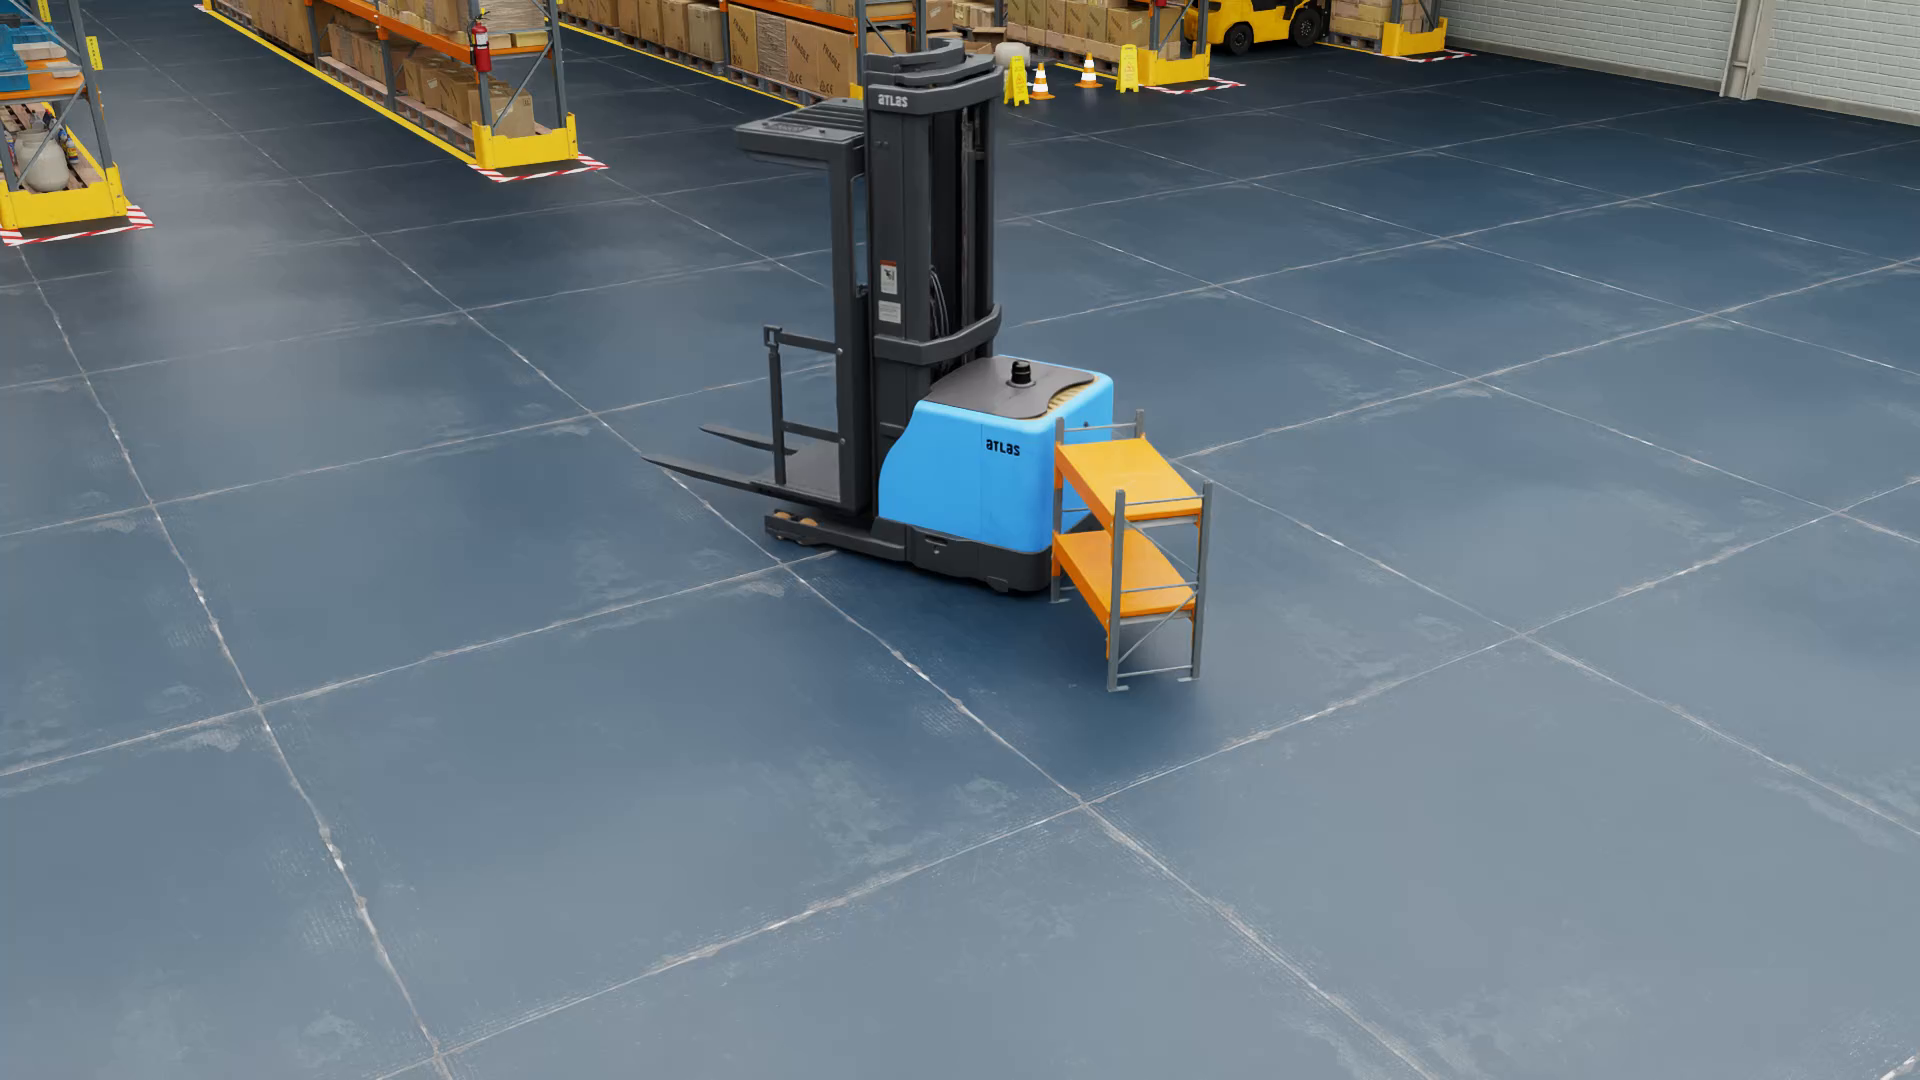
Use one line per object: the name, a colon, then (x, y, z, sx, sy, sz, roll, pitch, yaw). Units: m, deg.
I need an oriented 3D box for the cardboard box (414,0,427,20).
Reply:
cardboard box: (-6.254, -6.747, 20.563, 0.875, 0.500, 0.500, -16, 29, -30)

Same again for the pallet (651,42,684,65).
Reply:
pallet: (-4.230, -7.827, 26.584, 1.003, 0.211, 1.213, -16, 29, -30)

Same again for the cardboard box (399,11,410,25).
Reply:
cardboard box: (-6.890, -6.651, 21.120, 0.380, 0.149, 0.250, -16, 29, -30)

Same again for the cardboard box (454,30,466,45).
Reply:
cardboard box: (-5.747, -5.950, 19.635, 0.380, 0.149, 0.250, -16, 29, -30)

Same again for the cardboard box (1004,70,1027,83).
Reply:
cardboard box: (0.792, -6.861, 24.609, 0.380, 0.149, 0.250, -1, 25, -3)

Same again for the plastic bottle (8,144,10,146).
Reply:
plastic bottle: (-10.830, -4.425, 18.873, 0.097, 0.201, 0.097, 0, 25, 0)

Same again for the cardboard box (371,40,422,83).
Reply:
cardboard box: (-7.849, -6.742, 23.430, 0.700, 0.500, 0.500, -16, 29, -30)

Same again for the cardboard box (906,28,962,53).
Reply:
cardboard box: (-0.398, -7.456, 25.295, 0.797, 0.637, 0.503, -16, 29, -30)

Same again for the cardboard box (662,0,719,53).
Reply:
cardboard box: (-4.014, -8.113, 26.065, 1.050, 0.750, 0.750, -16, 29, -30)

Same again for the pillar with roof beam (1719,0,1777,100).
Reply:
pillar with roof beam: (7.400, -9.333, 19.479, 9.100, 9.000, 0.400, -16, 29, -30)

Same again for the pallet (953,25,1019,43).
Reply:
pallet: (0.590, -8.600, 28.220, 1.003, 0.211, 1.213, -16, 29, -30)

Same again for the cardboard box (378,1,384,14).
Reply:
cardboard box: (-7.421, -7.013, 21.886, 0.380, 0.149, 0.250, -16, 29, -30)

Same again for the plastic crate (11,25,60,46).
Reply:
plastic crate: (-10.605, -5.719, 19.026, 0.499, 0.251, 0.616, -16, 29, -30)

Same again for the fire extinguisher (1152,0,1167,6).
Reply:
fire extinguisher: (2.876, -7.969, 23.708, 0.296, 0.674, 0.183, -16, 29, -30)

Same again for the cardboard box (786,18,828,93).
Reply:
cardboard box: (-1.800, -6.733, 22.996, 0.875, 0.875, 0.875, -16, 30, -30)

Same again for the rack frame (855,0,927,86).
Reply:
rack frame: (-0.892, -6.963, 21.485, 1.000, 3.000, 0.127, -16, 29, -30)

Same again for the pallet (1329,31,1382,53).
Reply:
pallet: (6.904, -8.313, 27.612, 1.003, 0.211, 1.213, -16, 29, -30)

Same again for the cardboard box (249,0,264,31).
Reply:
cardboard box: (-11.288, -9.140, 28.094, 1.225, 0.875, 0.875, -15, 29, -29)

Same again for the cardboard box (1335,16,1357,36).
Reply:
cardboard box: (6.572, -8.531, 27.537, 0.500, 0.250, 0.500, -16, 29, -30)

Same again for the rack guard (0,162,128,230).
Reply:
rack guard: (-9.334, -3.574, 17.236, 1.175, 0.500, 0.348, -16, 29, -30)

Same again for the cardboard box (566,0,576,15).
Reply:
cardboard box: (-6.674, -9.615, 29.540, 0.500, 0.500, 0.500, -15, 29, -29)

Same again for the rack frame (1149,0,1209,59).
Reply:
rack frame: (3.200, -8.152, 24.005, 1.000, 3.000, 0.127, -16, 29, -30)

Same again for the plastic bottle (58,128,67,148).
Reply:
plastic bottle: (-10.334, -4.606, 19.173, 0.097, 0.271, 0.097, 0, 25, 0)

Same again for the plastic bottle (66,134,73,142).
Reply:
plastic bottle: (-10.090, -4.465, 18.862, 0.061, 0.283, 0.133, -15, 29, -29)

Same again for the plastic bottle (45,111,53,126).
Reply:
plastic bottle: (-10.739, -4.889, 19.679, 0.144, 0.351, 0.185, -17, 30, -32)

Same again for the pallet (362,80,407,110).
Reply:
pallet: (-7.713, -6.291, 23.328, 1.003, 0.211, 1.213, -16, 29, -30)

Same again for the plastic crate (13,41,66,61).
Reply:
plastic crate: (-10.338, -5.478, 18.650, 0.530, 0.136, 0.437, -16, 29, -30)

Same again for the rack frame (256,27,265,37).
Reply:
rack frame: (-11.654, -10.135, 28.205, 1.000, 3.000, 0.127, -16, 29, -30)

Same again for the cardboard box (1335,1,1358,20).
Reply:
cardboard box: (6.564, -8.766, 27.449, 0.500, 0.250, 0.500, -16, 30, -30)

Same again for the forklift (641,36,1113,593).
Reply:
forklift: (-0.615, -1.468, 9.927, 3.031, 2.935, 1.130, 14, 29, 27)

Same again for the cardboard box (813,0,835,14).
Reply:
cardboard box: (-1.451, -7.344, 22.118, 0.875, 0.550, 0.550, -16, 29, -30)

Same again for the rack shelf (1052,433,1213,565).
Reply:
rack shelf: (0.886, -0.232, 8.738, 0.538, 0.278, 1.000, -6, 26, -12)

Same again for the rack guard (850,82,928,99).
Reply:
rack guard: (-0.879, -5.824, 22.001, 1.175, 0.500, 0.348, -16, 29, -30)

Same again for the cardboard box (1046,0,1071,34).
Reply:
cardboard box: (1.696, -8.220, 25.999, 0.500, 0.500, 0.500, -14, 29, -27)

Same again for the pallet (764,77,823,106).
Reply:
pallet: (-2.056, -6.405, 23.571, 1.003, 0.211, 1.213, -16, 29, -30)

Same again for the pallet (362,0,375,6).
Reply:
pallet: (-7.582, -7.494, 22.836, 1.003, 0.211, 1.213, -16, 29, -30)

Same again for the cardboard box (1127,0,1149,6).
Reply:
cardboard box: (2.689, -7.985, 25.502, 0.500, 0.500, 0.500, -17, 30, -31)

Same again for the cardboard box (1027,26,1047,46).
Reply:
cardboard box: (1.413, -8.067, 26.554, 0.500, 0.250, 0.500, -14, 29, -27)

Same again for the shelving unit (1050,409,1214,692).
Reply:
shelving unit: (0.886, 0.033, 8.863, 0.538, 1.125, 1.048, -6, 26, -12)

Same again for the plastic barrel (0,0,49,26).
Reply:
plastic barrel: (-11.394, -6.555, 20.034, 0.600, 0.901, 0.708, -16, 29, -30)

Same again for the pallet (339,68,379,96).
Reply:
pallet: (-8.383, -6.727, 24.254, 1.003, 0.211, 1.213, -16, 29, -30)

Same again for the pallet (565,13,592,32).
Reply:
pallet: (-6.347, -9.279, 29.658, 1.003, 0.211, 1.213, -16, 29, -30)

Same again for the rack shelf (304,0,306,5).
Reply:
rack shelf: (-10.562, -9.094, 26.843, 1.077, 0.370, 4.000, -16, 29, -30)

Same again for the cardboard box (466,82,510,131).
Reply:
cardboard box: (-5.785, -5.335, 20.475, 0.500, 0.500, 0.500, -8, 26, -16)

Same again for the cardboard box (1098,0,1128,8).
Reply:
cardboard box: (2.287, -8.073, 24.927, 0.380, 0.149, 0.250, -15, 29, -28)

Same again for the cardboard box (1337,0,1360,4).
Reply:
cardboard box: (6.560, -8.982, 27.321, 0.500, 0.250, 0.500, -15, 29, -29)

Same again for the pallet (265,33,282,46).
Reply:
pallet: (-11.170, -8.616, 28.253, 1.003, 0.211, 1.213, -16, 29, -30)

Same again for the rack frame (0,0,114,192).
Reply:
rack frame: (-9.253, -4.689, 16.668, 1.000, 3.000, 0.127, -16, 29, -30)

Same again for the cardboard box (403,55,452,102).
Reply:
cardboard box: (-7.102, -6.181, 22.265, 0.500, 0.500, 0.500, -17, 30, -31)

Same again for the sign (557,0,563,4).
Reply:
sign: (-4.649, -6.361, 19.196, 0.100, 0.325, 0.005, -16, 29, -30)

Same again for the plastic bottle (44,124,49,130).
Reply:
plastic bottle: (-10.634, -4.709, 19.379, 0.061, 0.283, 0.133, -16, 29, -30)

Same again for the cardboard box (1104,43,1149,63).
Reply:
cardboard box: (2.520, -7.334, 25.000, 0.500, 0.250, 0.500, -16, 29, -30)

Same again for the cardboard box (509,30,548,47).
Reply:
cardboard box: (-5.059, -5.887, 19.500, 0.380, 0.149, 0.250, -16, 29, -30)

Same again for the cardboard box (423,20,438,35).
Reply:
cardboard box: (-6.339, -6.295, 20.365, 0.380, 0.149, 0.250, -16, 29, -30)

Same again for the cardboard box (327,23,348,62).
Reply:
cardboard box: (-9.088, -7.538, 25.116, 0.700, 0.500, 0.500, -17, 30, -32)

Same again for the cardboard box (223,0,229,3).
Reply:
cardboard box: (-13.421, -10.584, 31.154, 0.875, 0.875, 0.875, -16, 29, -30)

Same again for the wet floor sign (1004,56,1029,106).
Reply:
wet floor sign: (0.782, -6.349, 22.943, 0.267, 0.644, 0.232, -22, 33, -38)
